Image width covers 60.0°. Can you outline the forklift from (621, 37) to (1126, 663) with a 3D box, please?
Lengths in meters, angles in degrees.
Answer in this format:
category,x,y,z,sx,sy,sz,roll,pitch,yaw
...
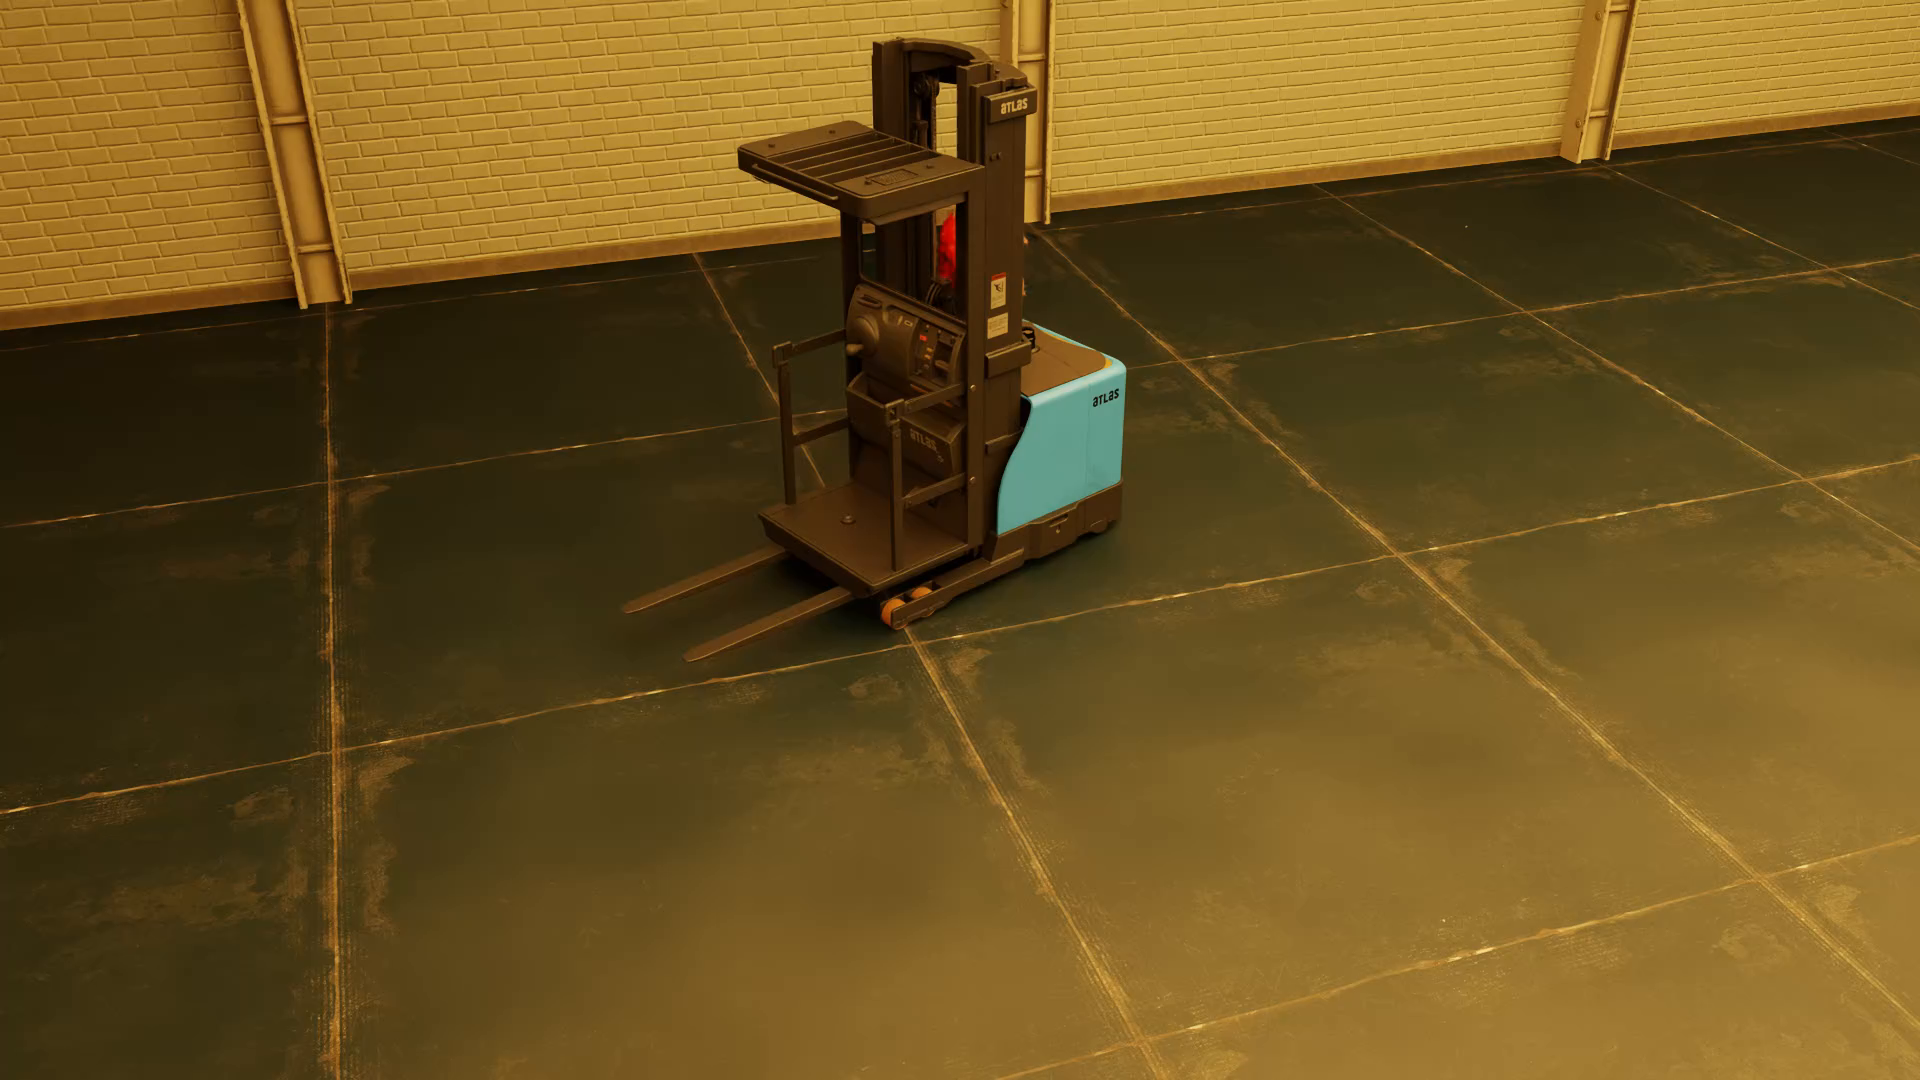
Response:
category,x,y,z,sx,sy,sz,roll,pitch,yaw
forklift,-0.461,-1.072,8.951,3.031,2.935,1.130,-23,37,-34

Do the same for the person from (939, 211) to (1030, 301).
category,x,y,z,sx,sy,sz,roll,pitch,yaw
person,0.170,-1.667,11.389,0.852,1.517,1.287,-1,30,-2
